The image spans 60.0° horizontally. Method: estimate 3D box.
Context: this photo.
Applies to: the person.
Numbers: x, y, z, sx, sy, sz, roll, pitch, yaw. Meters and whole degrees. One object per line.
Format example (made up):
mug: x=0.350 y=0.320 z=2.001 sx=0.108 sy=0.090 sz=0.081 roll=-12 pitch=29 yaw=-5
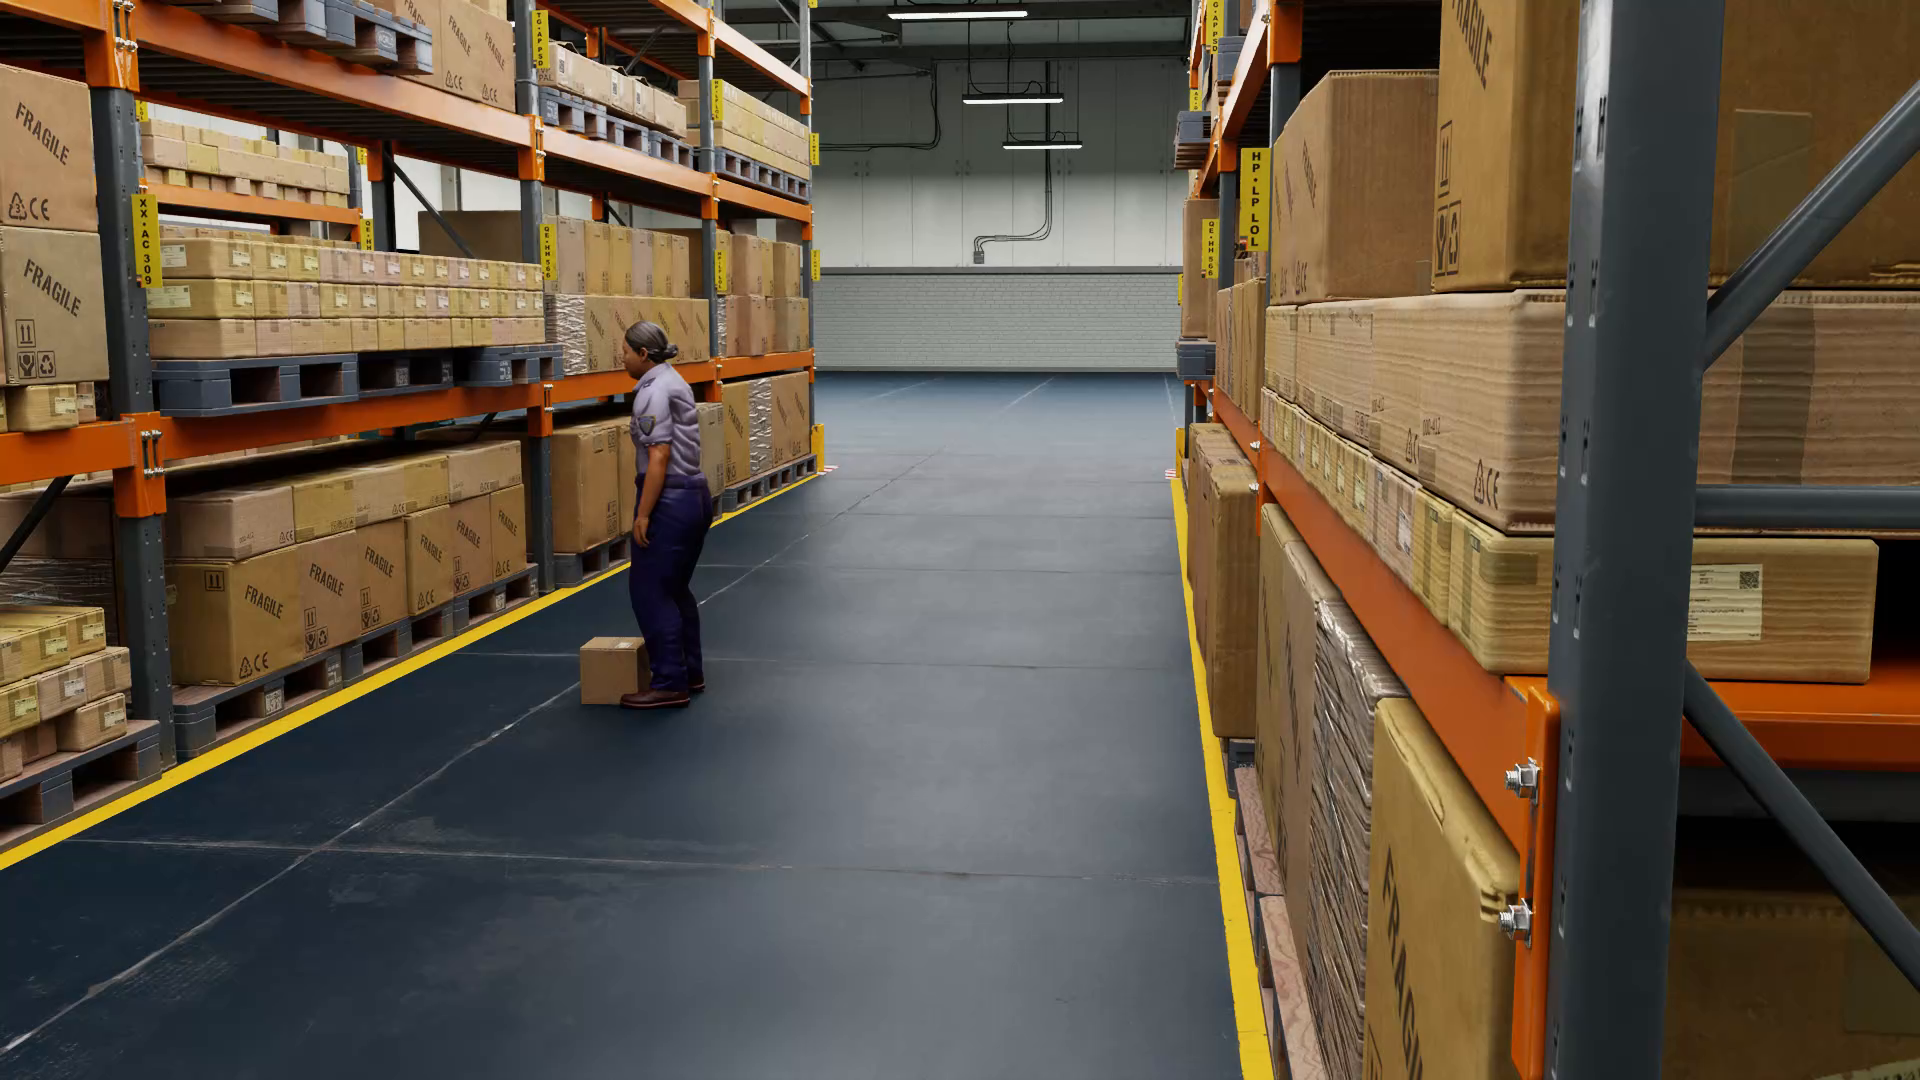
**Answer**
person: x=-1.274 y=-0.119 z=7.204 sx=0.372 sy=1.652 sz=0.537 roll=1 pitch=8 yaw=7
